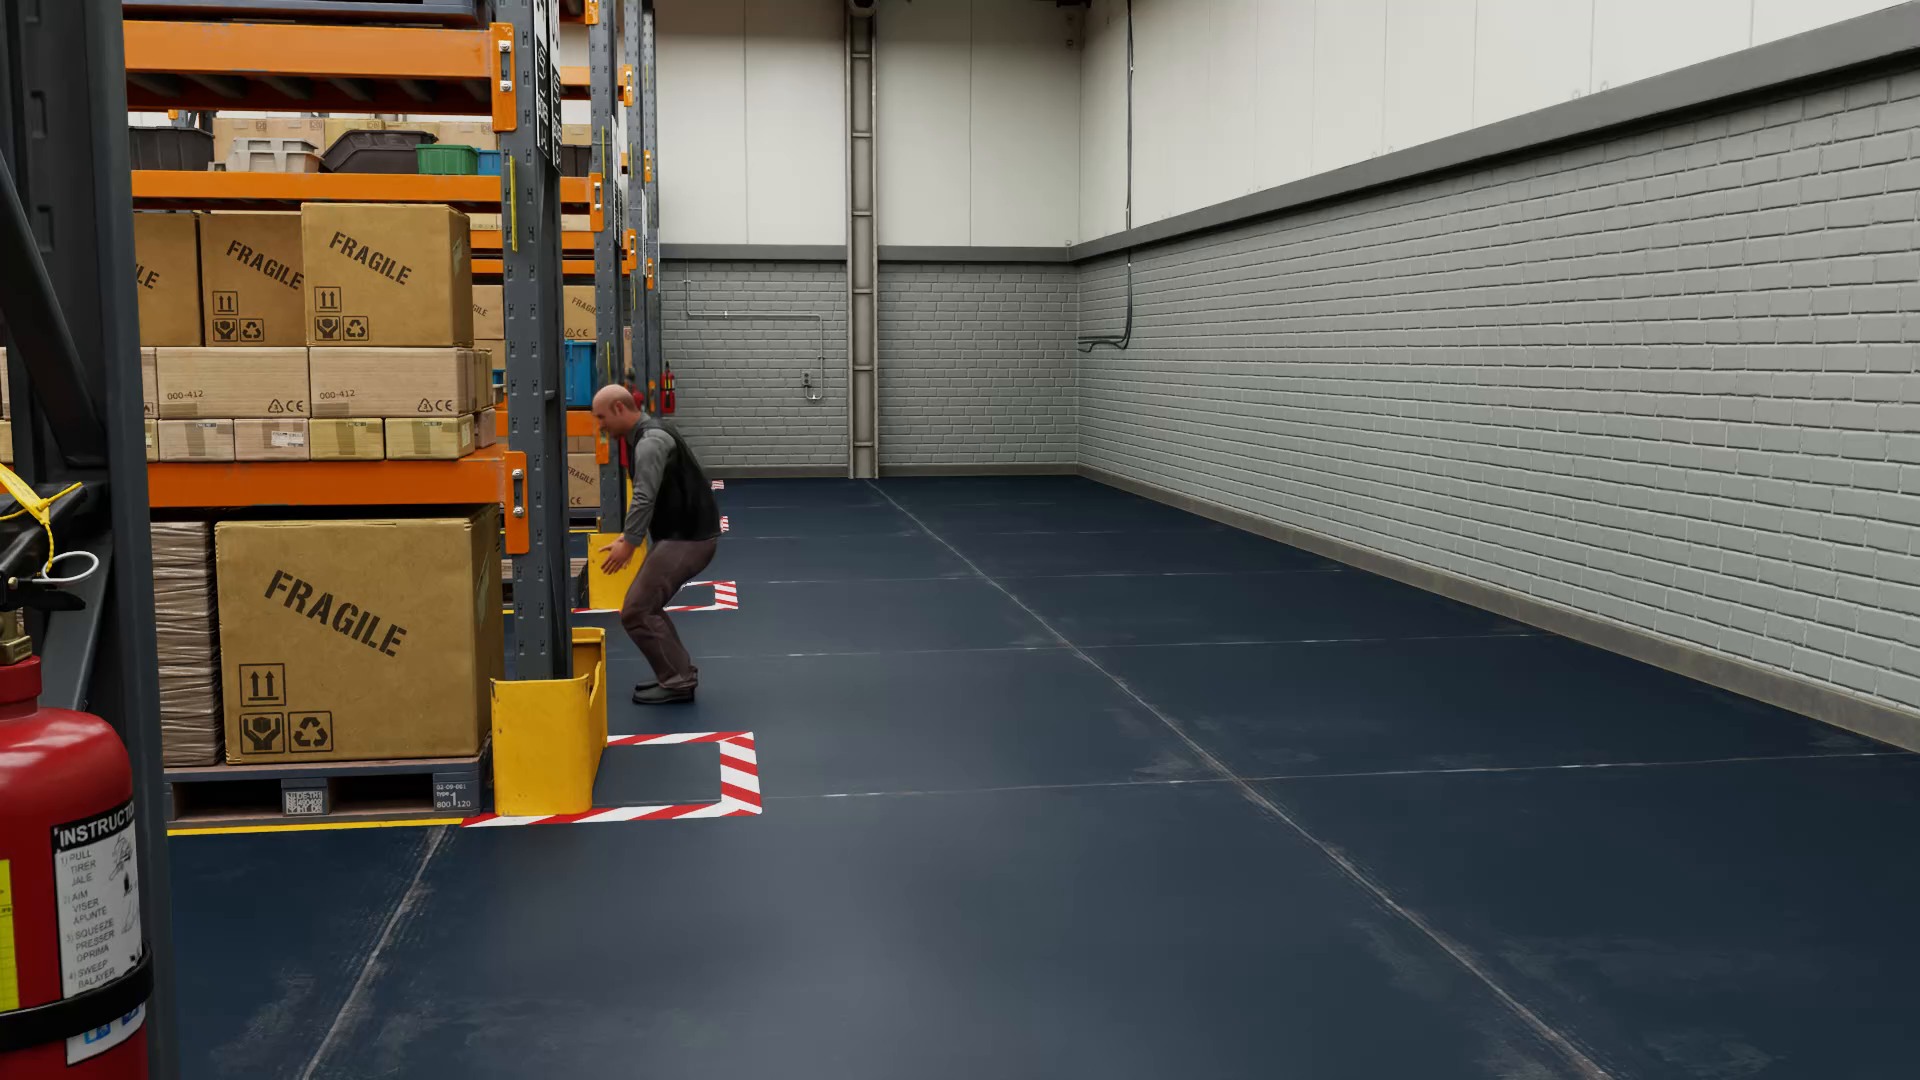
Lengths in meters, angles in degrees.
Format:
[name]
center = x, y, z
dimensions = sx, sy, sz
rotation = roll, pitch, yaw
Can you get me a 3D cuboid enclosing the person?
[person]
center = -1.457, 0.015, 8.059
dimensions = 0.602, 1.538, 0.586
rotation = -1, 6, -8
